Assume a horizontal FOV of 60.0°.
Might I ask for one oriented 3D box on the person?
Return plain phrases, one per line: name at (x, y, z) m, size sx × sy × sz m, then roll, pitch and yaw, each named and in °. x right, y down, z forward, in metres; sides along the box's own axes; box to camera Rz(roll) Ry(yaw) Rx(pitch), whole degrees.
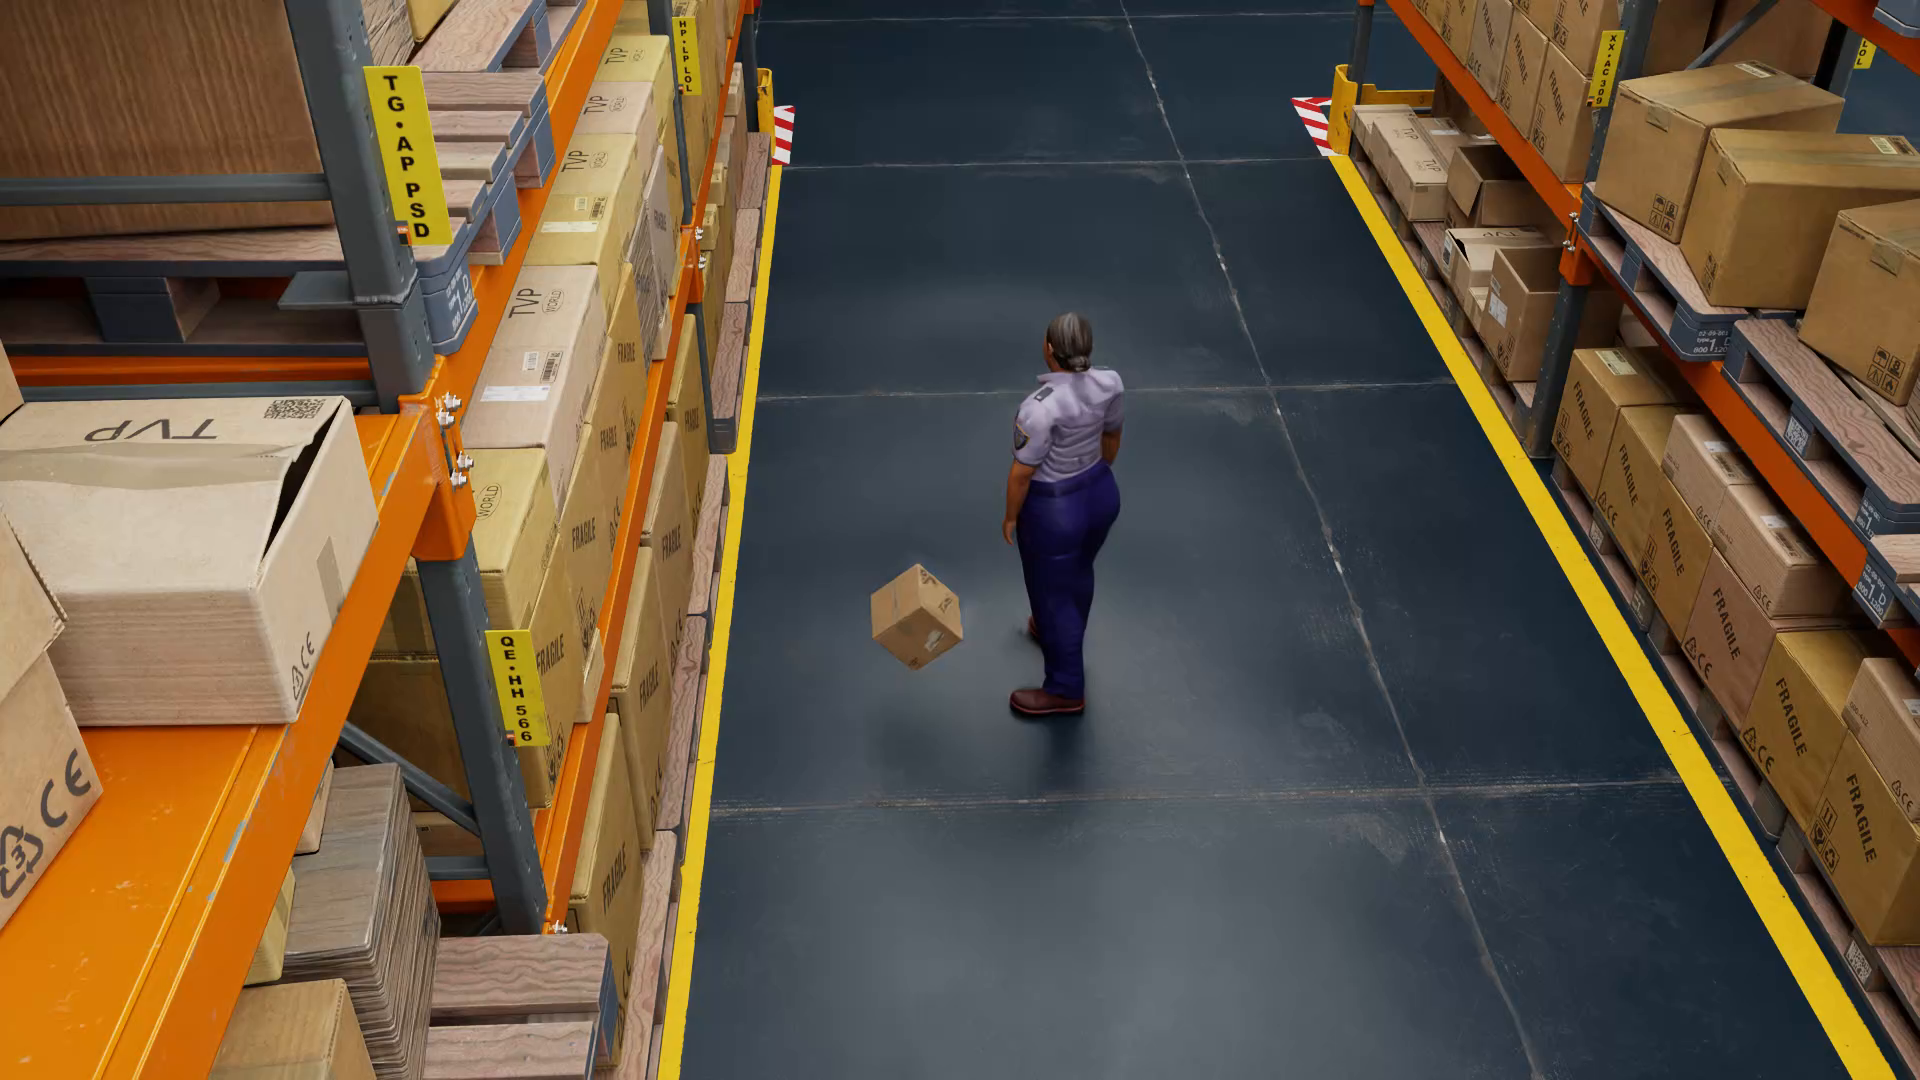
person at (0.382, -0.141, 6.344) m, size 0.602 × 1.644 × 0.558 m, roll -28°, pitch 44°, yaw -33°
